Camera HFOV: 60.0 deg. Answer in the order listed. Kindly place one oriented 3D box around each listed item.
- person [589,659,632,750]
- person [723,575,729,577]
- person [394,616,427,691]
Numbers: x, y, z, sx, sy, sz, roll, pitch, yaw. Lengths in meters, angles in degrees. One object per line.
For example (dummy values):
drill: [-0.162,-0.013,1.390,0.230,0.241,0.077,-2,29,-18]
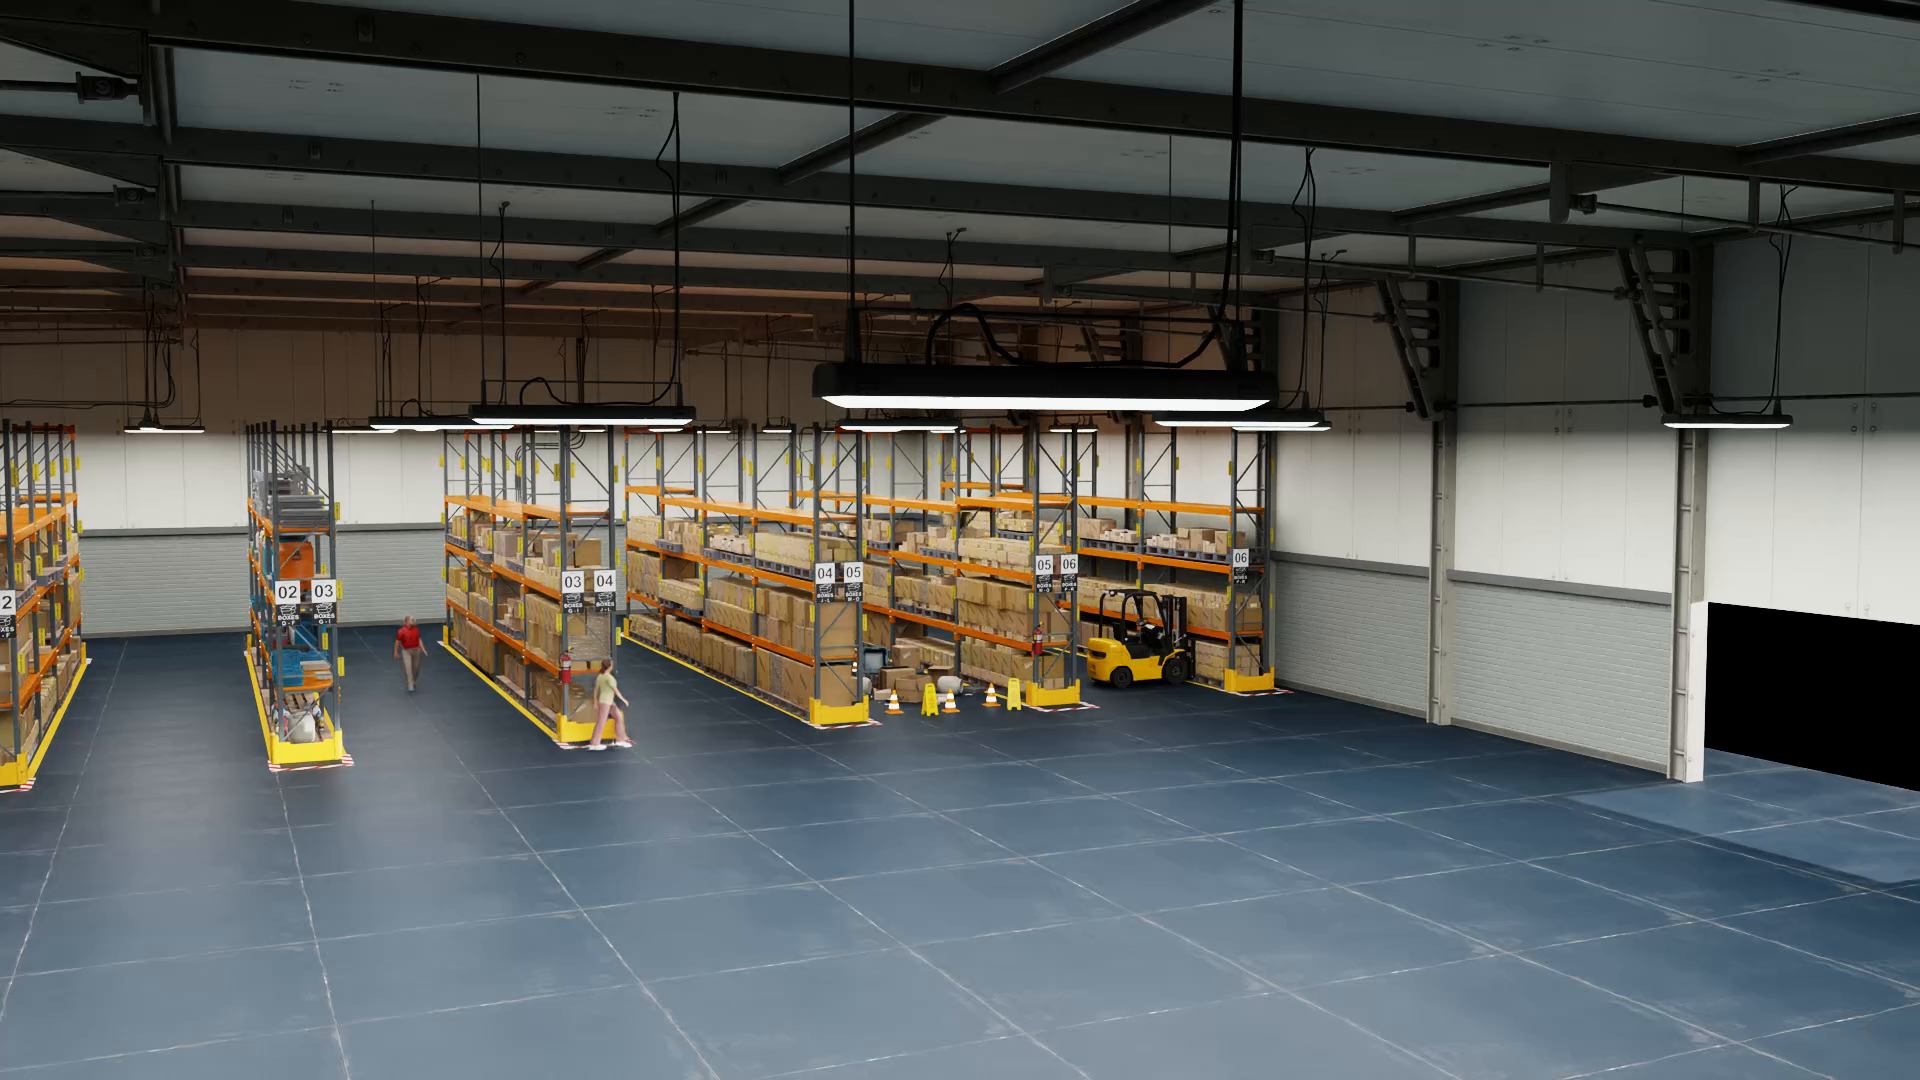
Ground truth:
person: [-6.367,2.986,30.258,0.767,1.663,0.428,-1,4,-9]
person: [-6.879,1.872,48.517,0.505,1.710,0.443,2,4,32]
person: [-12.402,2.541,37.510,0.725,1.677,1.086,-2,4,-28]
